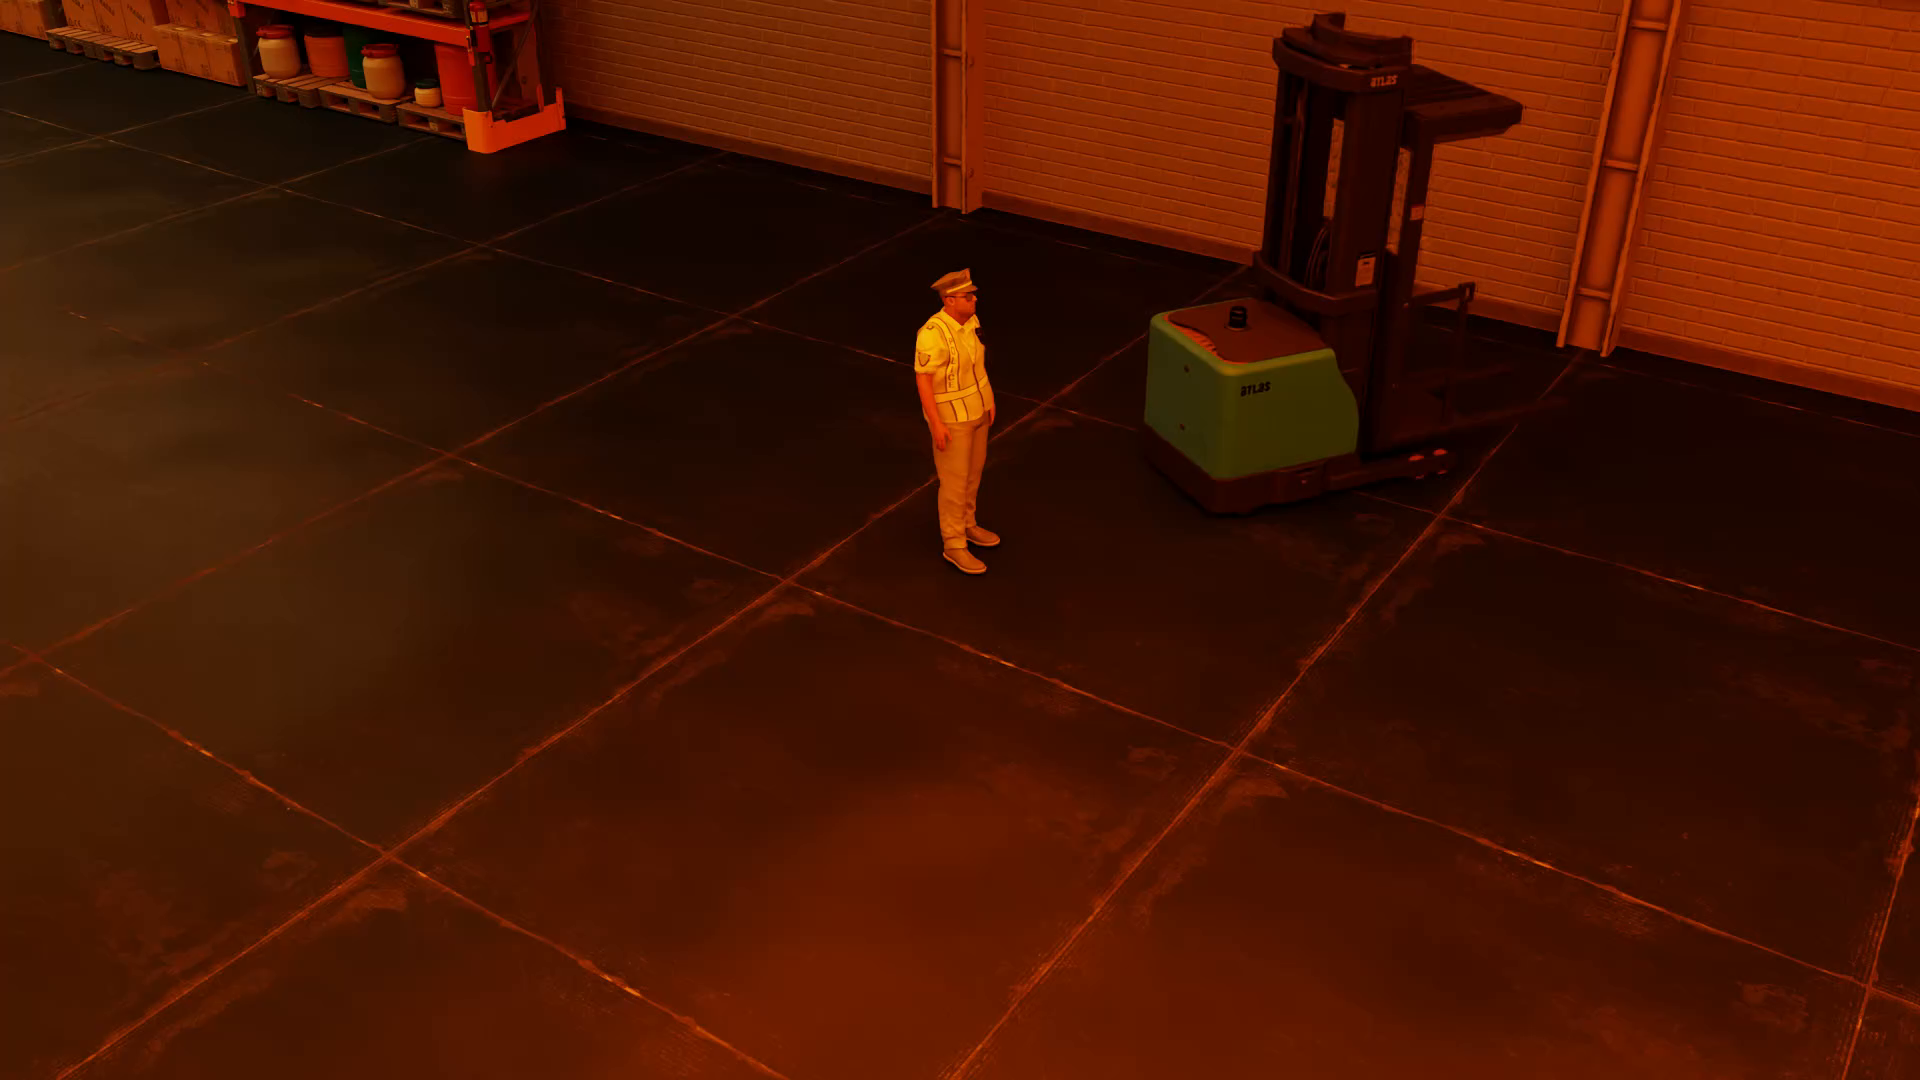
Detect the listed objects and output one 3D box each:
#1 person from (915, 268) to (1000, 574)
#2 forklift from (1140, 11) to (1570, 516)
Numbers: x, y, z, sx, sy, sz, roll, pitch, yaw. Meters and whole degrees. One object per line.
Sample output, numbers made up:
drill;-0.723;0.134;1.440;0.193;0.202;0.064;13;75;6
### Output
person;0.058;-0.750;10.003;0.575;1.781;0.640;19;35;29
forklift;2.797;-1.904;10.860;3.031;2.935;1.130;-12;32;-20
